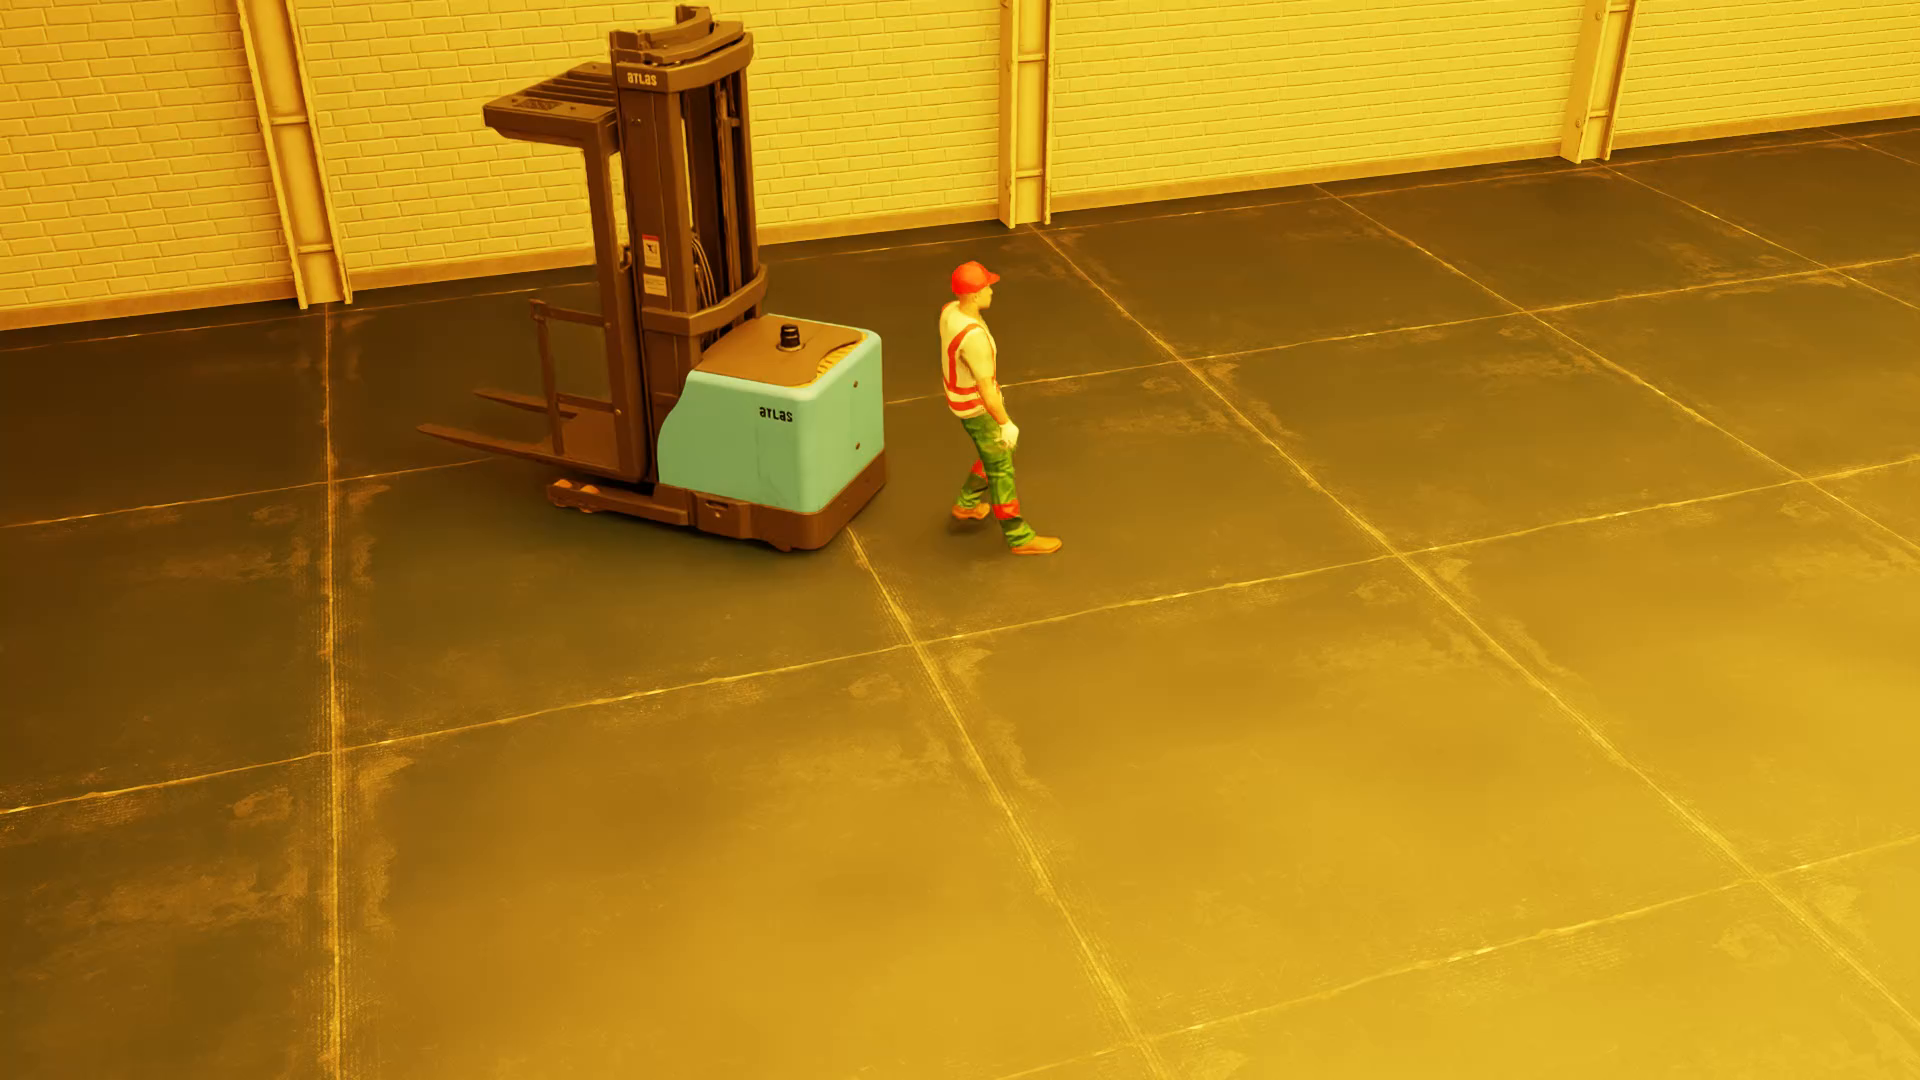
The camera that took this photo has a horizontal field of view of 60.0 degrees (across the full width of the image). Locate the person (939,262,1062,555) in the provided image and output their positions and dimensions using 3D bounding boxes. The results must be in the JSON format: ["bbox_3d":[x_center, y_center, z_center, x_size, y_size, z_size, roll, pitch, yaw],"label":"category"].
[{"bbox_3d":[0.230,-0.803,9.718,0.664,1.740,0.733,-5,30,-8],"label":"person"}]

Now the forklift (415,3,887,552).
[{"bbox_3d":[-2.029,-1.667,9.985,3.031,2.935,1.130,12,32,19],"label":"forklift"}]
